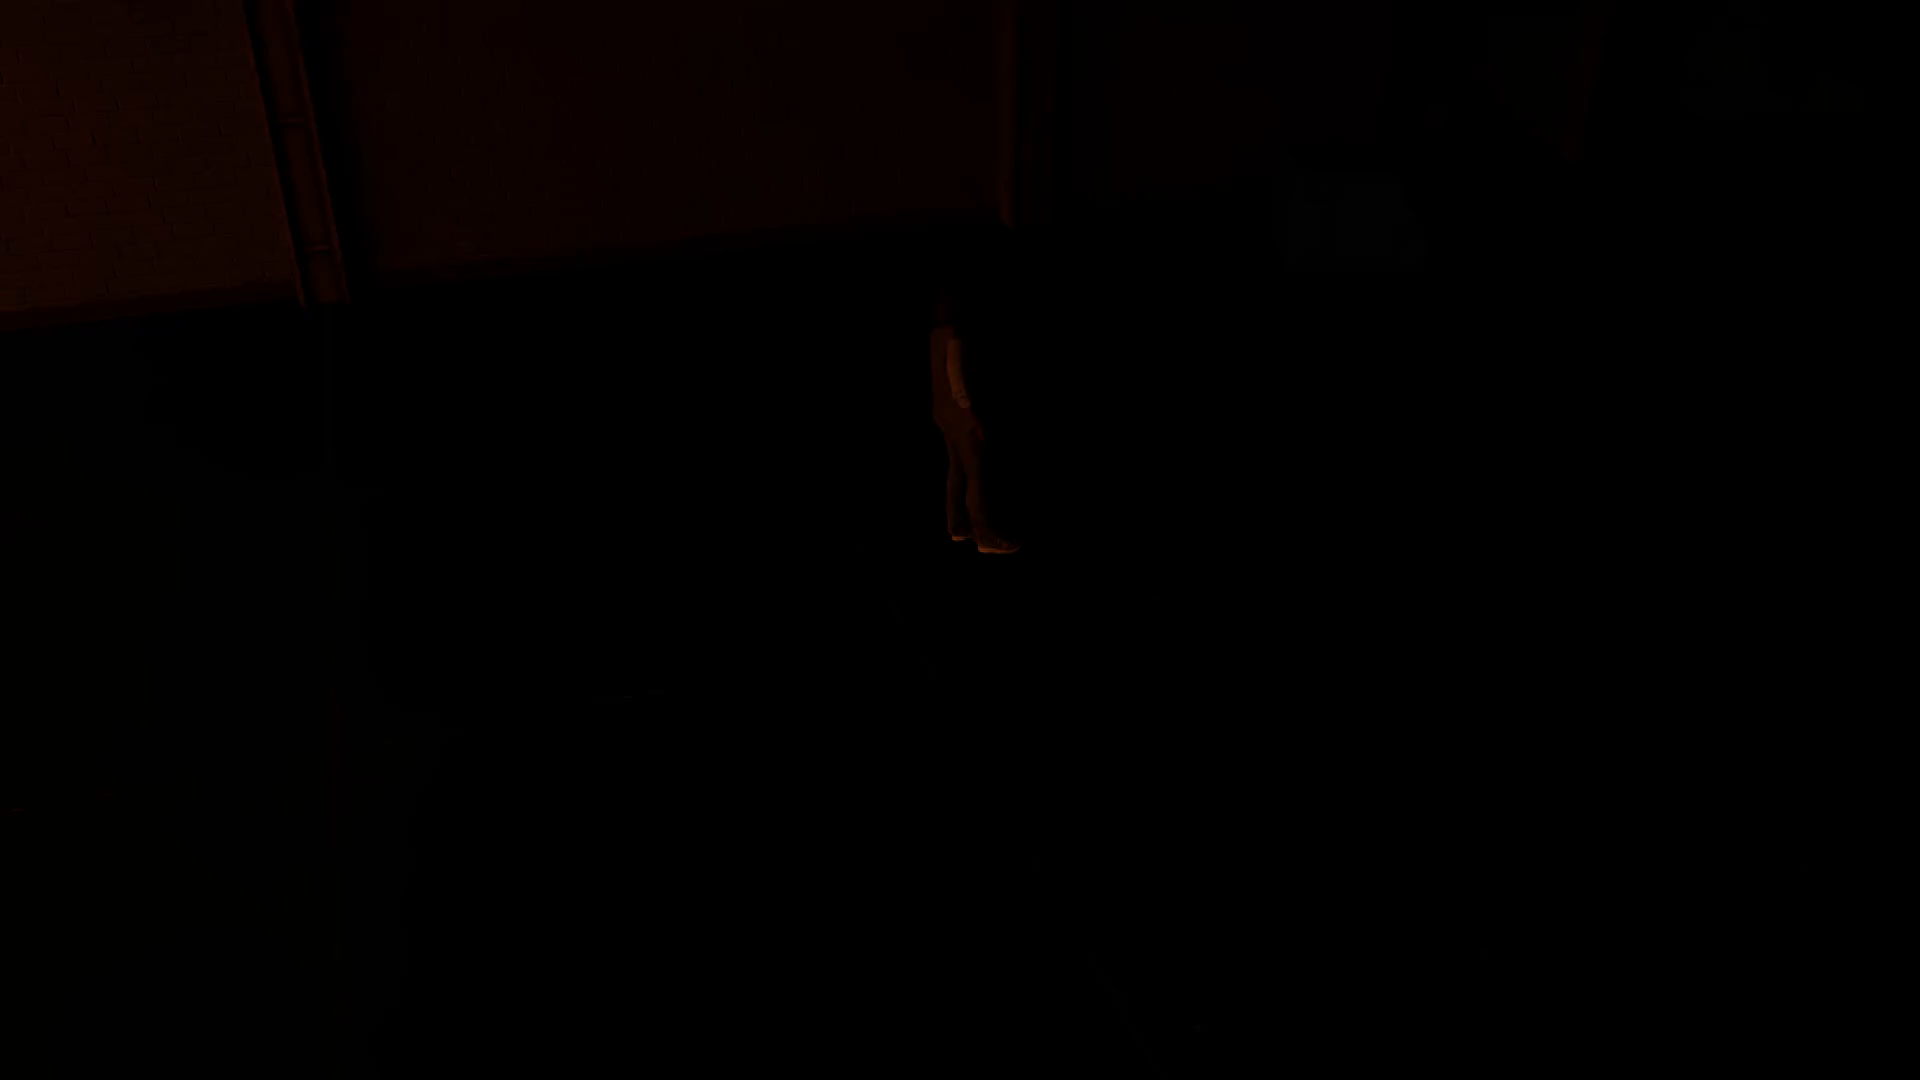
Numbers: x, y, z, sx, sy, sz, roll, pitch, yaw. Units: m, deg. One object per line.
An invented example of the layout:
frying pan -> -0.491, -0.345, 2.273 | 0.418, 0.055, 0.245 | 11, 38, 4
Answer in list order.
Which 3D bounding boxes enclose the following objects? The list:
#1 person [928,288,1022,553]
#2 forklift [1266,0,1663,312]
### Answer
person -> 0.075, -0.704, 9.633 | 0.474, 1.597, 0.521 | -10, 31, -16
forklift -> 4.084, -3.351, 12.911 | 3.031, 2.935, 1.130 | 1, 30, 1
